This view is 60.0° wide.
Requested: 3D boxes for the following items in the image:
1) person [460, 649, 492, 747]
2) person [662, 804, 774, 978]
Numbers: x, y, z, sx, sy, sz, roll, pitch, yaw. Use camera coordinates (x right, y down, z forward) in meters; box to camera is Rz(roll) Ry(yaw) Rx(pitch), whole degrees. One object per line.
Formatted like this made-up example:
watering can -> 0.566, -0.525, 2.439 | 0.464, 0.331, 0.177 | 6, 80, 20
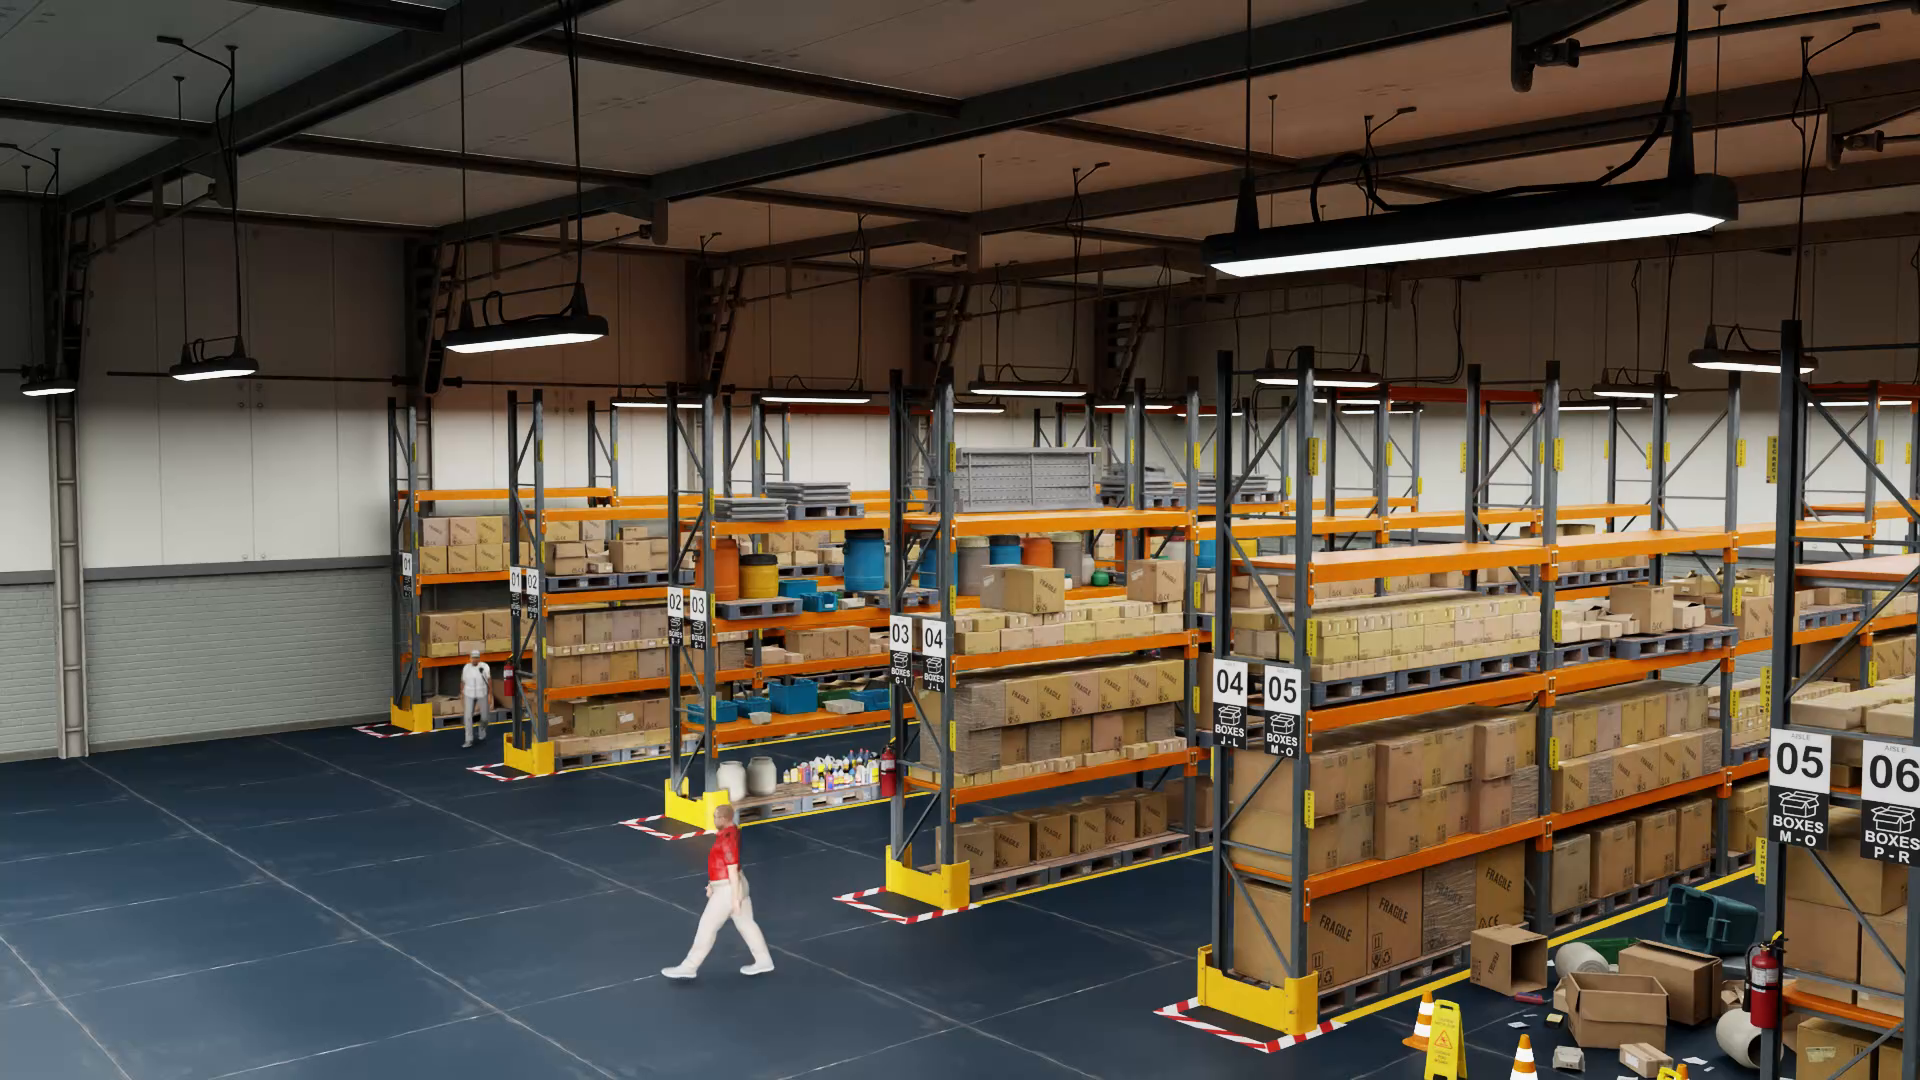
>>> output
person -> -8.274, 2.673, 28.431 | 0.529, 1.633, 0.792 | -1, 3, -10
person -> -2.323, 3.369, 16.040 | 1.029, 1.671, 0.566 | 0, 3, 5
